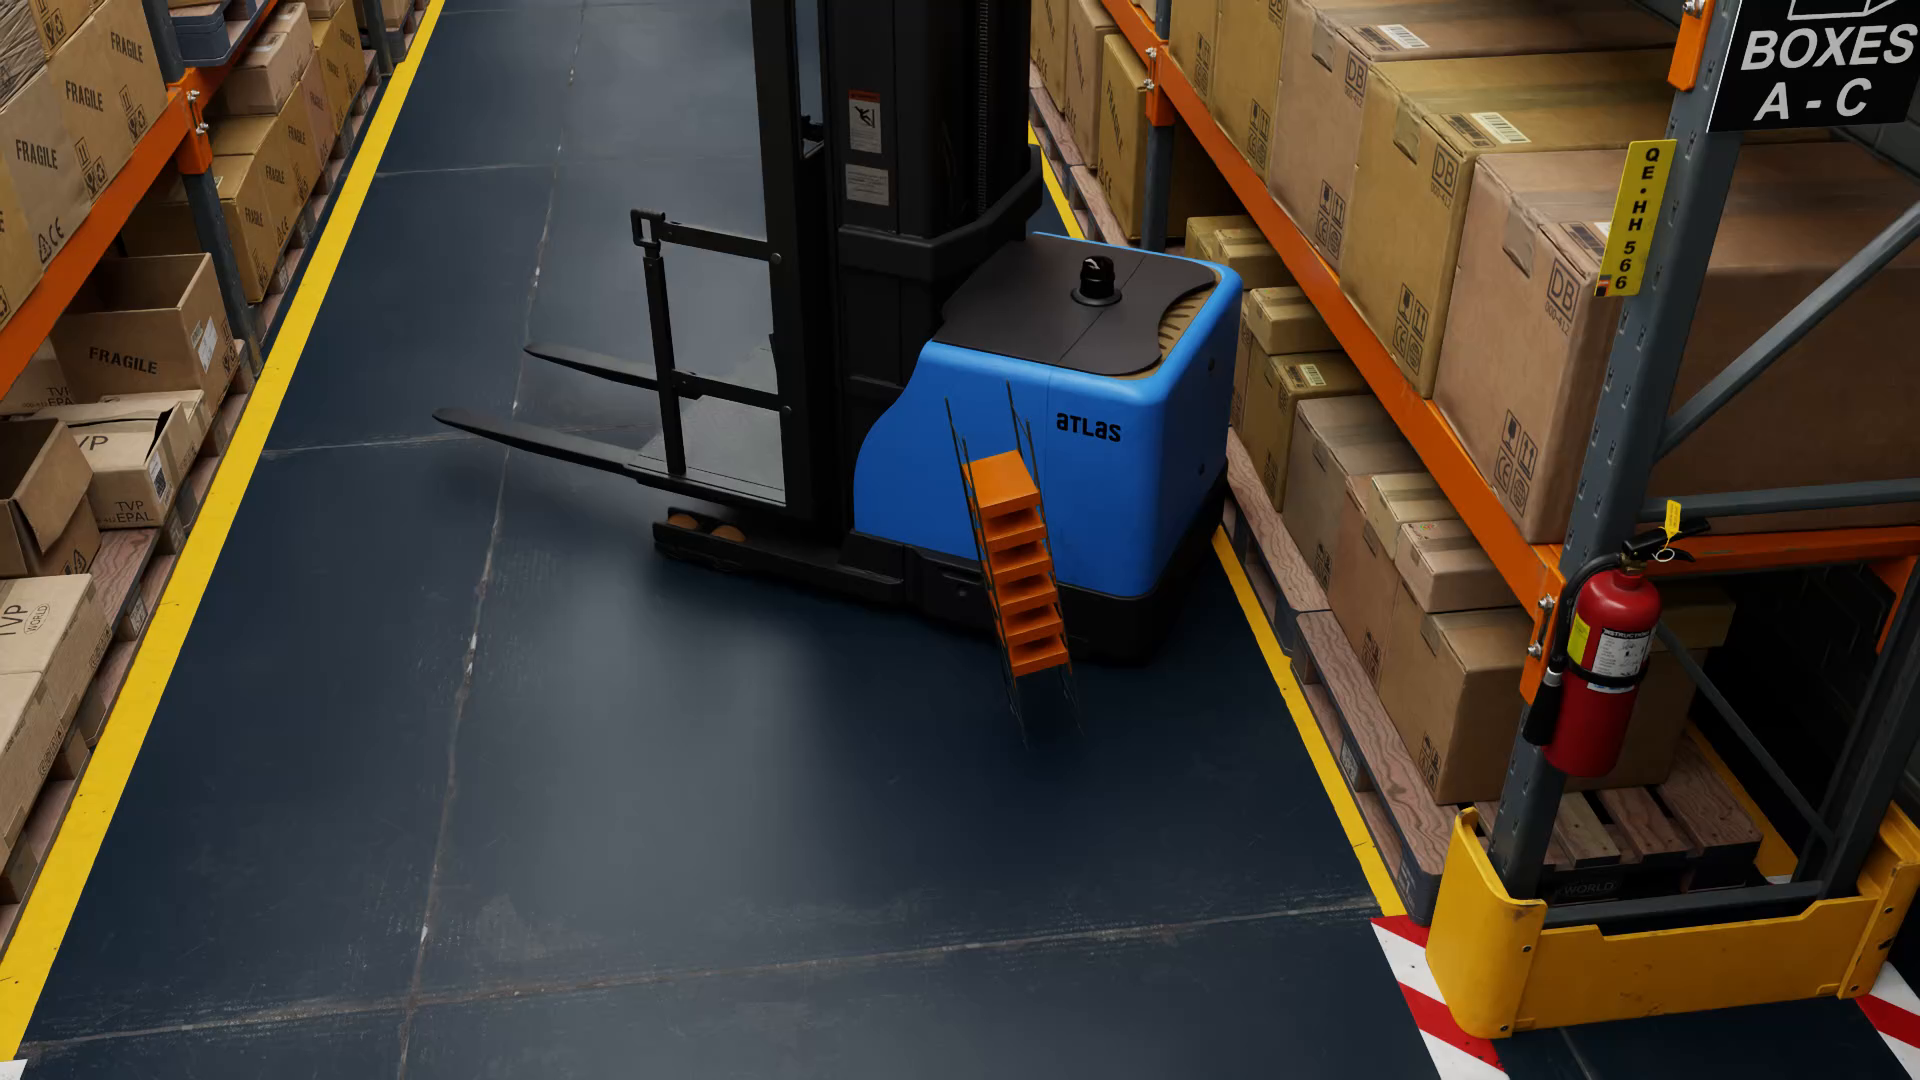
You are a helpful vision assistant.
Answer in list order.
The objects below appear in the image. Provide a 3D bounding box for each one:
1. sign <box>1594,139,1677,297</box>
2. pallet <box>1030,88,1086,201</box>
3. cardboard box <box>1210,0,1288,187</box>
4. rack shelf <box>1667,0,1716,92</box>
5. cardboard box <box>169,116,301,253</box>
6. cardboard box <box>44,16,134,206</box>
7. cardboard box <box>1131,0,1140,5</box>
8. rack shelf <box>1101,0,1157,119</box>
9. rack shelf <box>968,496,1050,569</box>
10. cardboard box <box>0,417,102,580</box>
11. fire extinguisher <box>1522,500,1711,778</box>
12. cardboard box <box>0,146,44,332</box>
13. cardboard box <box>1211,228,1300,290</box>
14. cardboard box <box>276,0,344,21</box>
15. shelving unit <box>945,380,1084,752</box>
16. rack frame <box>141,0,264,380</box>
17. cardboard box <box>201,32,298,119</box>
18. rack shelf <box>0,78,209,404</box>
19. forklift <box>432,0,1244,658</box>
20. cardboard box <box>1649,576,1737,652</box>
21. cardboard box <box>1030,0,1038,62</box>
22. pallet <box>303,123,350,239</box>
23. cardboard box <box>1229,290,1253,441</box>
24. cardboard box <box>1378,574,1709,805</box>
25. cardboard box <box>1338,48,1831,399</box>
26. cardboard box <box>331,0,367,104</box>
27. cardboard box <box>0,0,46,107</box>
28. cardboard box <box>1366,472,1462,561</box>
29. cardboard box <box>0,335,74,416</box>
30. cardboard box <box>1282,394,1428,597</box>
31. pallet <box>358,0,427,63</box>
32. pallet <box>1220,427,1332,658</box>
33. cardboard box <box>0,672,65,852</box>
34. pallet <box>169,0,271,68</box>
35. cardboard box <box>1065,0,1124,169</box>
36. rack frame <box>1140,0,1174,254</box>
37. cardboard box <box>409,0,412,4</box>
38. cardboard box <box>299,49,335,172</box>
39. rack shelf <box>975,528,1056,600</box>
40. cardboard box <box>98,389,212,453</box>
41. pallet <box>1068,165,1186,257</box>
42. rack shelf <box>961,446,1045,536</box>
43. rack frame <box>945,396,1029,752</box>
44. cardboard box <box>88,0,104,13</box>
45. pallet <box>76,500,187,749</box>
[{"bbox_3d":[1.330,-0.629,3.271,0.100,0.325,0.005,-4,35,-6],"label":"sign"},{"bbox_3d":[0.986,-2.273,9.398,1.003,0.211,1.213,-4,35,-6],"label":"pallet"},{"bbox_3d":[1.481,-1.730,5.859,0.980,0.700,0.700,-5,35,-8],"label":"cardboard box"},{"bbox_3d":[1.600,-2.144,4.708,1.077,0.370,4.000,-4,35,-6],"label":"rack shelf"},{"bbox_3d":[-3.483,-1.675,7.873,0.500,0.500,0.500,-4,34,-6],"label":"cardboard box"},{"bbox_3d":[-3.185,-1.435,5.603,0.500,0.500,0.500,-3,34,-5],"label":"cardboard box"},{"bbox_3d":[0.948,-2.529,7.502,0.380,0.149,0.250,-4,34,-5],"label":"cardboard box"},{"bbox_3d":[1.062,-3.137,8.828,1.077,0.370,4.000,-4,35,-6],"label":"rack shelf"},{"bbox_3d":[0.141,-0.049,4.900,0.180,0.103,0.258,-16,36,-5],"label":"rack shelf"},{"bbox_3d":[-3.319,-0.043,5.475,0.797,0.503,0.637,-4,35,-6],"label":"cardboard box"},{"bbox_3d":[1.432,0.219,3.664,0.296,0.674,0.183,-4,35,-6],"label":"fire extinguisher"},{"bbox_3d":[-3.042,-0.864,4.766,0.500,0.500,0.500,-4,34,-6],"label":"cardboard box"},{"bbox_3d":[1.196,-1.096,6.466,0.380,0.149,0.250,-3,34,-5],"label":"cardboard box"},{"bbox_3d":[-3.745,-3.096,9.293,0.500,0.250,0.500,-3,34,-5],"label":"cardboard box"},{"bbox_3d":[0.175,0.106,5.015,0.189,1.200,0.258,-16,36,-5],"label":"shelving unit"},{"bbox_3d":[-3.577,-1.941,6.434,1.000,3.000,0.127,-4,35,-6],"label":"rack frame"},{"bbox_3d":[-3.535,-2.246,8.045,0.500,0.250,0.500,-4,35,-6],"label":"cardboard box"},{"bbox_3d":[-3.308,-0.527,4.999,1.077,0.370,4.000,-4,35,-6],"label":"rack shelf"},{"bbox_3d":[-0.574,-1.353,5.632,3.031,2.935,1.130,14,37,19],"label":"forklift"},{"bbox_3d":[1.891,0.177,4.597,0.380,0.149,0.250,-4,34,-6],"label":"cardboard box"},{"bbox_3d":[0.762,-3.415,10.133,0.750,0.750,0.750,-5,35,-7],"label":"cardboard box"},{"bbox_3d":[-3.891,-1.922,8.882,1.003,0.211,1.213,-4,35,-6],"label":"pallet"},{"bbox_3d":[1.395,-0.753,6.538,0.700,0.500,0.500,-5,35,-7],"label":"cardboard box"},{"bbox_3d":[1.676,0.391,4.860,0.700,0.500,0.500,-4,35,-6],"label":"cardboard box"},{"bbox_3d":[1.682,-0.899,4.639,0.980,0.700,0.700,-5,35,-7],"label":"cardboard box"},{"bbox_3d":[-3.756,-2.817,9.550,0.500,0.500,0.500,-3,34,-5],"label":"cardboard box"},{"bbox_3d":[-3.113,-1.566,4.907,0.500,0.500,0.500,-4,34,-6],"label":"cardboard box"},{"bbox_3d":[1.443,-0.078,4.971,0.380,0.149,0.250,-3,34,-5],"label":"cardboard box"},{"bbox_3d":[-3.735,-0.761,6.700,0.500,0.311,0.500,-4,35,-6],"label":"cardboard box"},{"bbox_3d":[1.540,-0.169,5.681,0.700,0.500,0.500,-5,35,-8],"label":"cardboard box"},{"bbox_3d":[-4.187,-3.483,11.173,1.003,0.211,1.213,-4,35,-6],"label":"pallet"},{"bbox_3d":[1.523,-0.053,6.140,1.003,0.211,1.213,-4,35,-6],"label":"pallet"},{"bbox_3d":[-2.898,0.642,4.695,0.500,0.250,0.500,-4,35,-6],"label":"cardboard box"},{"bbox_3d":[-3.576,-2.315,7.155,1.003,0.211,1.213,-4,35,-6],"label":"pallet"},{"bbox_3d":[0.993,-2.452,8.720,0.750,0.750,0.750,-3,34,-5],"label":"cardboard box"},{"bbox_3d":[1.331,-2.318,6.988,1.000,3.000,0.127,-4,35,-6],"label":"rack frame"},{"bbox_3d":[-3.963,-3.805,11.238,0.500,0.250,0.500,-5,35,-8],"label":"cardboard box"},{"bbox_3d":[-3.610,-2.236,8.697,0.500,0.500,0.500,-6,35,-8],"label":"cardboard box"},{"bbox_3d":[0.162,0.046,4.970,0.180,0.103,0.258,-16,36,-5],"label":"rack shelf"},{"bbox_3d":[-3.109,-0.443,6.378,0.380,0.149,0.250,-4,35,-6],"label":"cardboard box"},{"bbox_3d":[1.153,-1.590,8.396,1.003,0.211,1.213,-4,35,-6],"label":"pallet"},{"bbox_3d":[0.121,-0.144,4.830,0.180,0.103,0.258,-16,36,-5],"label":"rack shelf"},{"bbox_3d":[0.087,0.130,5.007,0.006,1.200,0.240,-16,36,-5],"label":"rack frame"},{"bbox_3d":[-3.252,-2.133,5.739,0.500,0.500,0.500,-4,34,-6],"label":"cardboard box"},{"bbox_3d":[-3.318,0.277,5.656,1.003,0.211,1.213,-4,35,-6],"label":"pallet"}]
